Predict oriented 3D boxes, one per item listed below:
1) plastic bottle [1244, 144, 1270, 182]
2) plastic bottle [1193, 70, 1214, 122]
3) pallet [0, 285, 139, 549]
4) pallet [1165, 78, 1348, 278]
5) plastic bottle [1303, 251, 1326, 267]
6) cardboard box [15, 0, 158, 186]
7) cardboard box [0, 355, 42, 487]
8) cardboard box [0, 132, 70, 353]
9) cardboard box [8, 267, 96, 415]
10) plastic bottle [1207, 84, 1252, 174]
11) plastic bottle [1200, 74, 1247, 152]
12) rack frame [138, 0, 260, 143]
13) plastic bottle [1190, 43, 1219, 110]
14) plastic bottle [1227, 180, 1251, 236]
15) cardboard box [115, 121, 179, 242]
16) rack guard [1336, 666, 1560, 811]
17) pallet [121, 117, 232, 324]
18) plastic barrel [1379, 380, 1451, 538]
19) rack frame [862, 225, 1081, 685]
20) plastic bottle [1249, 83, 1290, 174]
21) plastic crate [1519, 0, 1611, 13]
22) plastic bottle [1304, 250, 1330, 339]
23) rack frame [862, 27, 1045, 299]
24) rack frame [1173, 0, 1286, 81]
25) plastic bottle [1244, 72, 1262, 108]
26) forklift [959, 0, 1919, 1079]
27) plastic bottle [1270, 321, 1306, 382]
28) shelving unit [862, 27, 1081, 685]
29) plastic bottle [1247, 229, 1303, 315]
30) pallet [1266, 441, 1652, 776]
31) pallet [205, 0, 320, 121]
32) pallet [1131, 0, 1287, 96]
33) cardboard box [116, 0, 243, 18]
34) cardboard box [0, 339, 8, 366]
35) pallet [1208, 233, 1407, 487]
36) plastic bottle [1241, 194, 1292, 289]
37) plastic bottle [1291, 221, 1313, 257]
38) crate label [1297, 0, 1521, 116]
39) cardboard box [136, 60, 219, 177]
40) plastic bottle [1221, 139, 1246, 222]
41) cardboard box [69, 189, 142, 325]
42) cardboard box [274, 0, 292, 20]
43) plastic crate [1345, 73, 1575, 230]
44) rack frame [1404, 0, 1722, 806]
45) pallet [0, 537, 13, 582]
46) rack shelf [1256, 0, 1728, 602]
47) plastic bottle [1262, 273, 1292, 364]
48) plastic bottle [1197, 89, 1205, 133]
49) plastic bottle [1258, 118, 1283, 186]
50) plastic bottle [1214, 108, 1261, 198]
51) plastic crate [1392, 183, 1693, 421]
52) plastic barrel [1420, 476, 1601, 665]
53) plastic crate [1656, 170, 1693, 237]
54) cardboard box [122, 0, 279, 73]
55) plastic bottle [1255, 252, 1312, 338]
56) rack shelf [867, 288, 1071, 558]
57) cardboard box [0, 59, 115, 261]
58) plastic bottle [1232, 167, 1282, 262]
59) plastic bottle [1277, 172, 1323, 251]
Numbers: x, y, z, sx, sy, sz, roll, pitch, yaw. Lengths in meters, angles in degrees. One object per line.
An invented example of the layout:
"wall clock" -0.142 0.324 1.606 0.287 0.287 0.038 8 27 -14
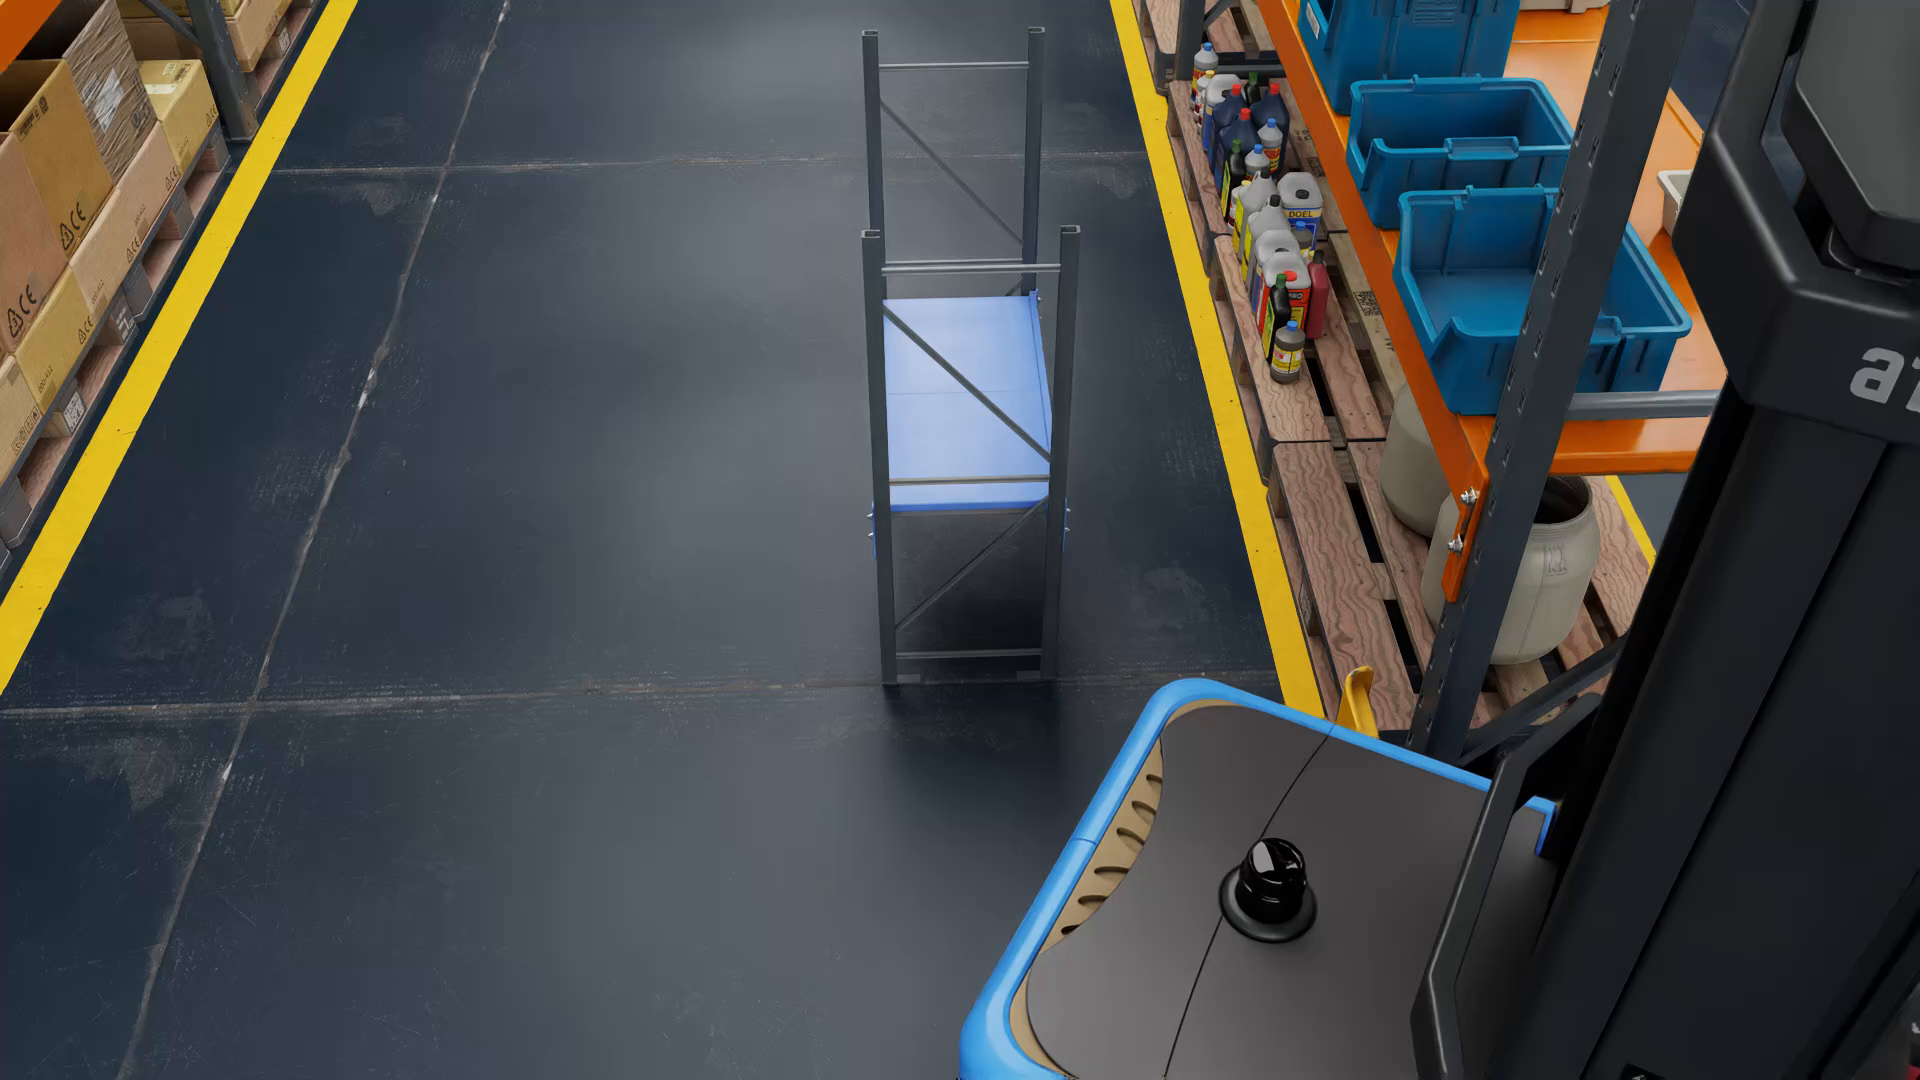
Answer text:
"plastic bottle" 1.096 -1.344 6.190 0.097 0.271 0.097 0 43 0
"plastic bottle" 1.004 -1.804 6.744 0.097 0.201 0.097 0 43 0
"pallet" -3.478 -0.439 5.572 1.003 0.211 1.213 -2 43 -2
"pallet" 1.411 -1.487 6.716 1.003 0.211 1.213 -2 43 -2
"plastic bottle" 1.213 -0.908 5.766 0.097 0.201 0.097 0 43 0
"cardboard box" -3.277 -1.603 5.948 0.500 0.500 0.500 -2 43 -2
"cardboard box" -3.201 -0.315 5.097 0.500 0.250 0.500 -2 43 -2
"cardboard box" -3.216 -0.929 5.212 0.500 0.500 0.500 -2 43 -2
"cardboard box" -3.217 -0.652 5.466 0.500 0.250 0.500 -2 43 -2
"plastic bottle" 1.044 -1.599 6.409 0.144 0.351 0.185 -1 43 -1
"plastic bottle" 1.041 -1.683 6.556 0.152 0.276 0.135 0 43 0
"rack frame" -3.525 -2.830 6.118 1.000 3.000 0.127 -2 43 -2
"plastic bottle" 1.000 -1.899 6.795 0.097 0.271 0.097 0 43 0
"plastic bottle" 1.041 -1.225 6.111 0.097 0.201 0.097 0 43 0
"cardboard box" -3.275 -1.327 6.202 0.500 0.250 0.500 -2 43 -2
"rack guard" 1.544 0.602 4.223 1.175 0.500 0.348 -2 43 -2
"pallet" -3.533 -1.264 6.473 1.003 0.211 1.213 -2 43 -2
"plastic barrel" 1.469 -0.288 4.874 0.421 0.512 0.421 0 43 0
"rack frame" 0.025 -0.152 4.306 0.500 1.500 0.032 -2 43 -2
"plastic bottle" 1.188 -1.603 6.414 0.144 0.351 0.185 -2 43 -2
"plastic crate" 1.746 -1.784 5.171 0.530 0.136 0.437 -2 43 -2
"plastic bottle" 1.201 -0.832 5.623 0.061 0.283 0.133 -2 43 -2
"rack frame" -0.018 -0.838 5.055 0.500 1.500 0.032 -2 43 -2
"rack frame" 1.424 -2.970 6.270 1.000 3.000 0.127 -2 43 -2
"plastic bottle" 1.147 -1.689 6.557 0.061 0.283 0.133 -2 43 -2
"forklift" 1.533 0.715 2.301 3.031 2.935 1.130 19 46 20
"plastic bottle" 1.078 -0.627 5.460 0.097 0.201 0.097 0 43 0
"shelving unit" 0.004 -0.495 4.680 0.538 1.500 1.048 -2 43 -2
"plastic bottle" 1.089 -0.920 5.723 0.152 0.276 0.135 -3 43 -3
"pallet" 1.515 0.160 4.919 1.003 0.211 1.213 -2 43 -2
"pallet" -3.595 -2.299 7.601 1.003 0.211 1.213 -2 43 -2
"pallet" 1.352 -2.471 7.790 1.003 0.211 1.213 -2 43 -2
"cardboard box" -3.293 -2.464 7.028 0.500 0.311 0.500 -2 43 -2
"cardboard box" -3.213 -0.591 4.844 0.500 0.500 0.500 -2 43 -2
"pallet" 1.466 -0.662 5.816 1.003 0.211 1.213 -2 43 -2
"plastic bottle" 1.078 -1.059 5.820 0.144 0.351 0.185 0 43 0
"plastic bottle" 1.197 -1.037 5.907 0.097 0.201 0.097 0 43 0
"crate label" 1.246 -1.517 4.659 0.502 0.435 0.616 -2 43 -2
"cardboard box" -3.287 -1.665 6.570 0.500 0.250 0.500 -2 43 -2
"plastic bottle" 1.017 -1.334 6.170 0.061 0.283 0.133 0 43 0
"cardboard box" -3.239 -0.990 5.834 0.500 0.250 0.500 -2 43 -2
"cardboard box" -3.315 -2.596 7.586 0.500 0.250 0.500 -1 43 -1
"plastic crate" 1.252 -0.983 4.212 0.499 0.251 0.408 -2 43 -2
"rack frame" 1.594 -0.270 3.324 1.000 3.000 0.127 -2 43 -2
"pallet" -3.429 0.383 4.676 1.003 0.211 1.213 -2 43 -2
"rack shelf" 1.509 -1.355 5.040 1.077 0.370 4.000 -2 43 -2
"plastic bottle" 1.055 -0.736 5.518 0.061 0.283 0.133 -1 43 -1
"plastic bottle" 1.009 -1.736 6.669 0.097 0.201 0.097 0 43 0
"plastic bottle" 1.171 -1.475 6.333 0.097 0.271 0.097 0 43 0
"plastic bottle" 1.052 -1.471 6.270 0.144 0.351 0.185 -3 43 -4
"plastic crate" 1.274 -0.544 3.734 0.499 0.251 0.616 -2 43 -2
"plastic barrel" 1.490 0.051 4.505 0.421 0.512 0.421 0 43 0
"plastic crate" 1.878 -0.786 4.082 0.298 0.136 0.250 -2 43 -2
"cardboard box" -3.294 -2.251 7.210 0.500 0.250 0.500 -3 43 -3
"plastic bottle" 1.095 -0.826 5.621 0.152 0.276 0.135 -1 43 -1
"rack shelf" 0.004 -0.363 4.802 0.538 0.185 1.000 -2 43 -2
"cardboard box" -3.252 -1.266 5.580 0.500 0.500 0.500 -2 43 -2
"plastic bottle" 1.070 -1.184 5.957 0.144 0.351 0.185 -2 43 -2
"plastic bottle" 1.217 -1.178 6.005 0.152 0.276 0.135 -2 43 -2
